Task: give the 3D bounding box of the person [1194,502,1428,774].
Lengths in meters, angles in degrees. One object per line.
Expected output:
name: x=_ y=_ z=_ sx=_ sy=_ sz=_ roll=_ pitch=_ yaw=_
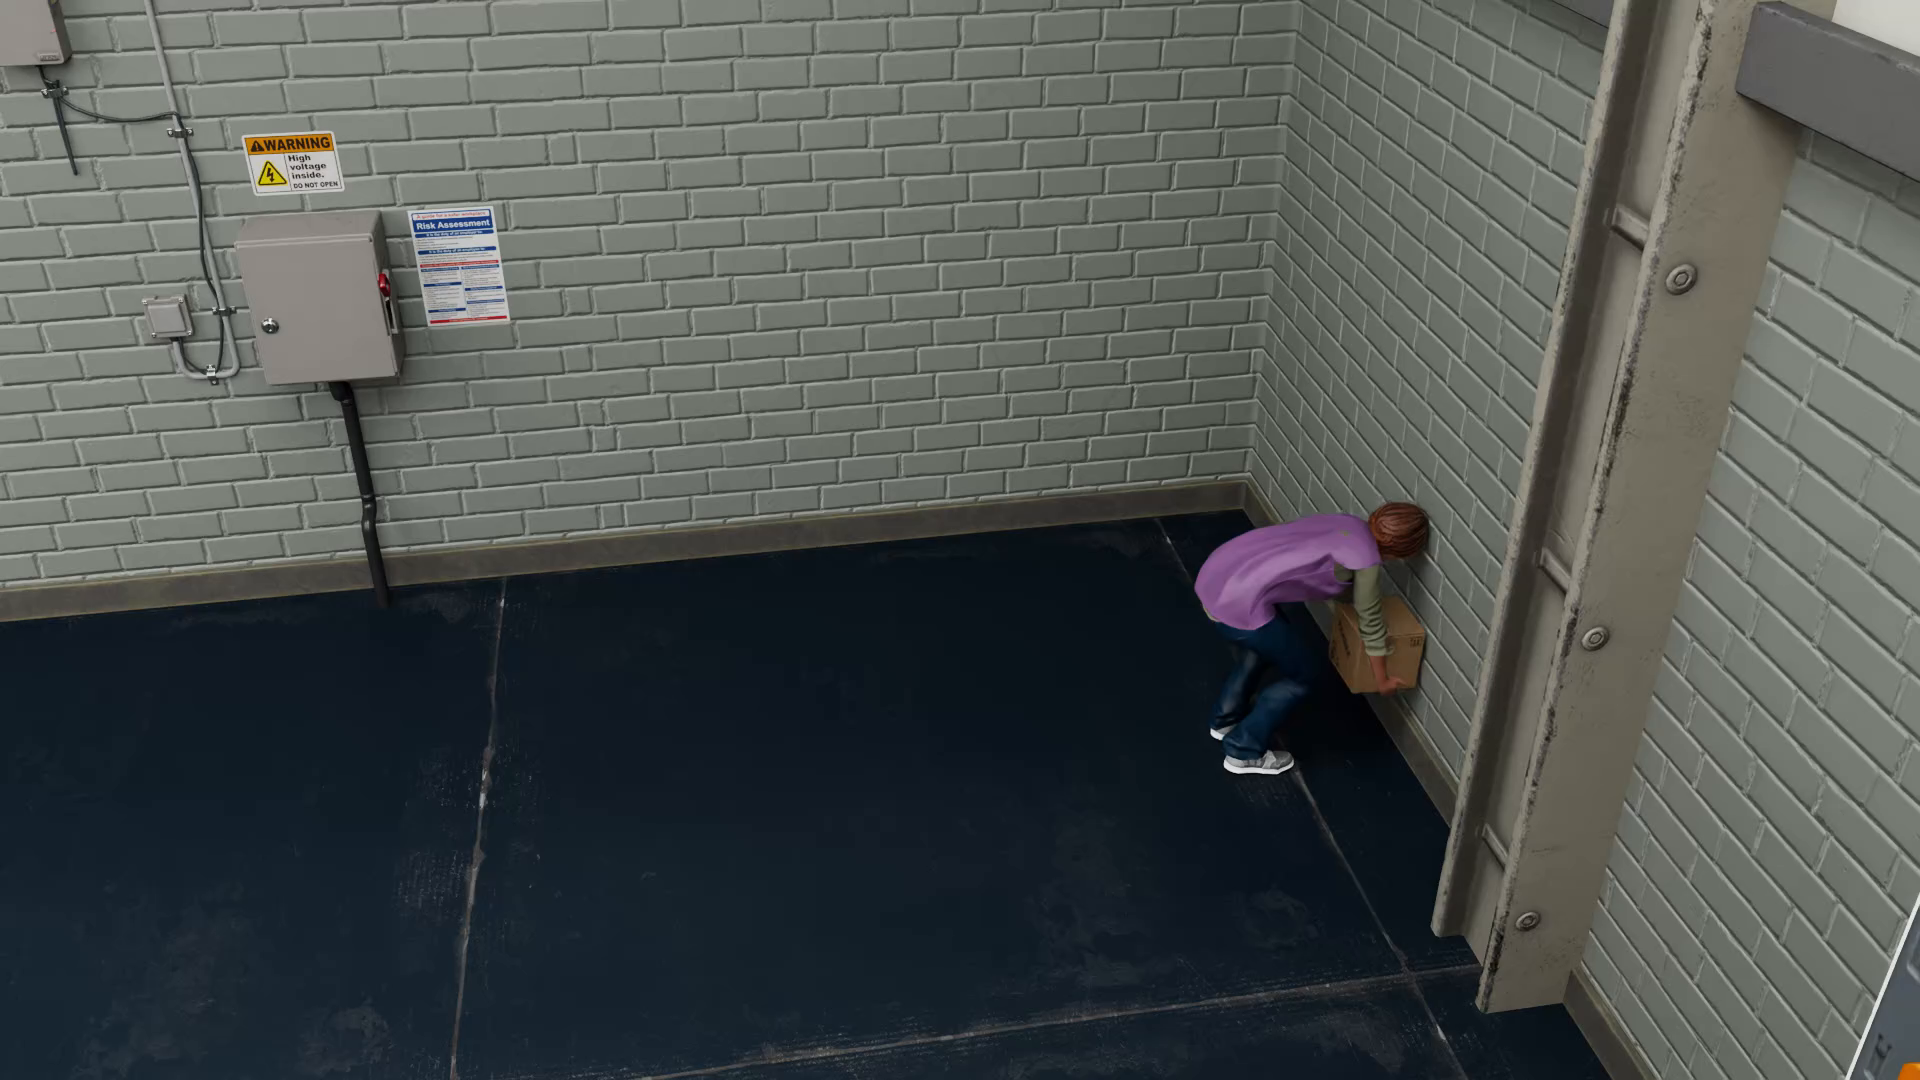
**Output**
person: x=1.267 y=0.362 z=6.127 sx=0.857 sy=0.996 sz=0.416 roll=-7 pitch=32 yaw=-11
